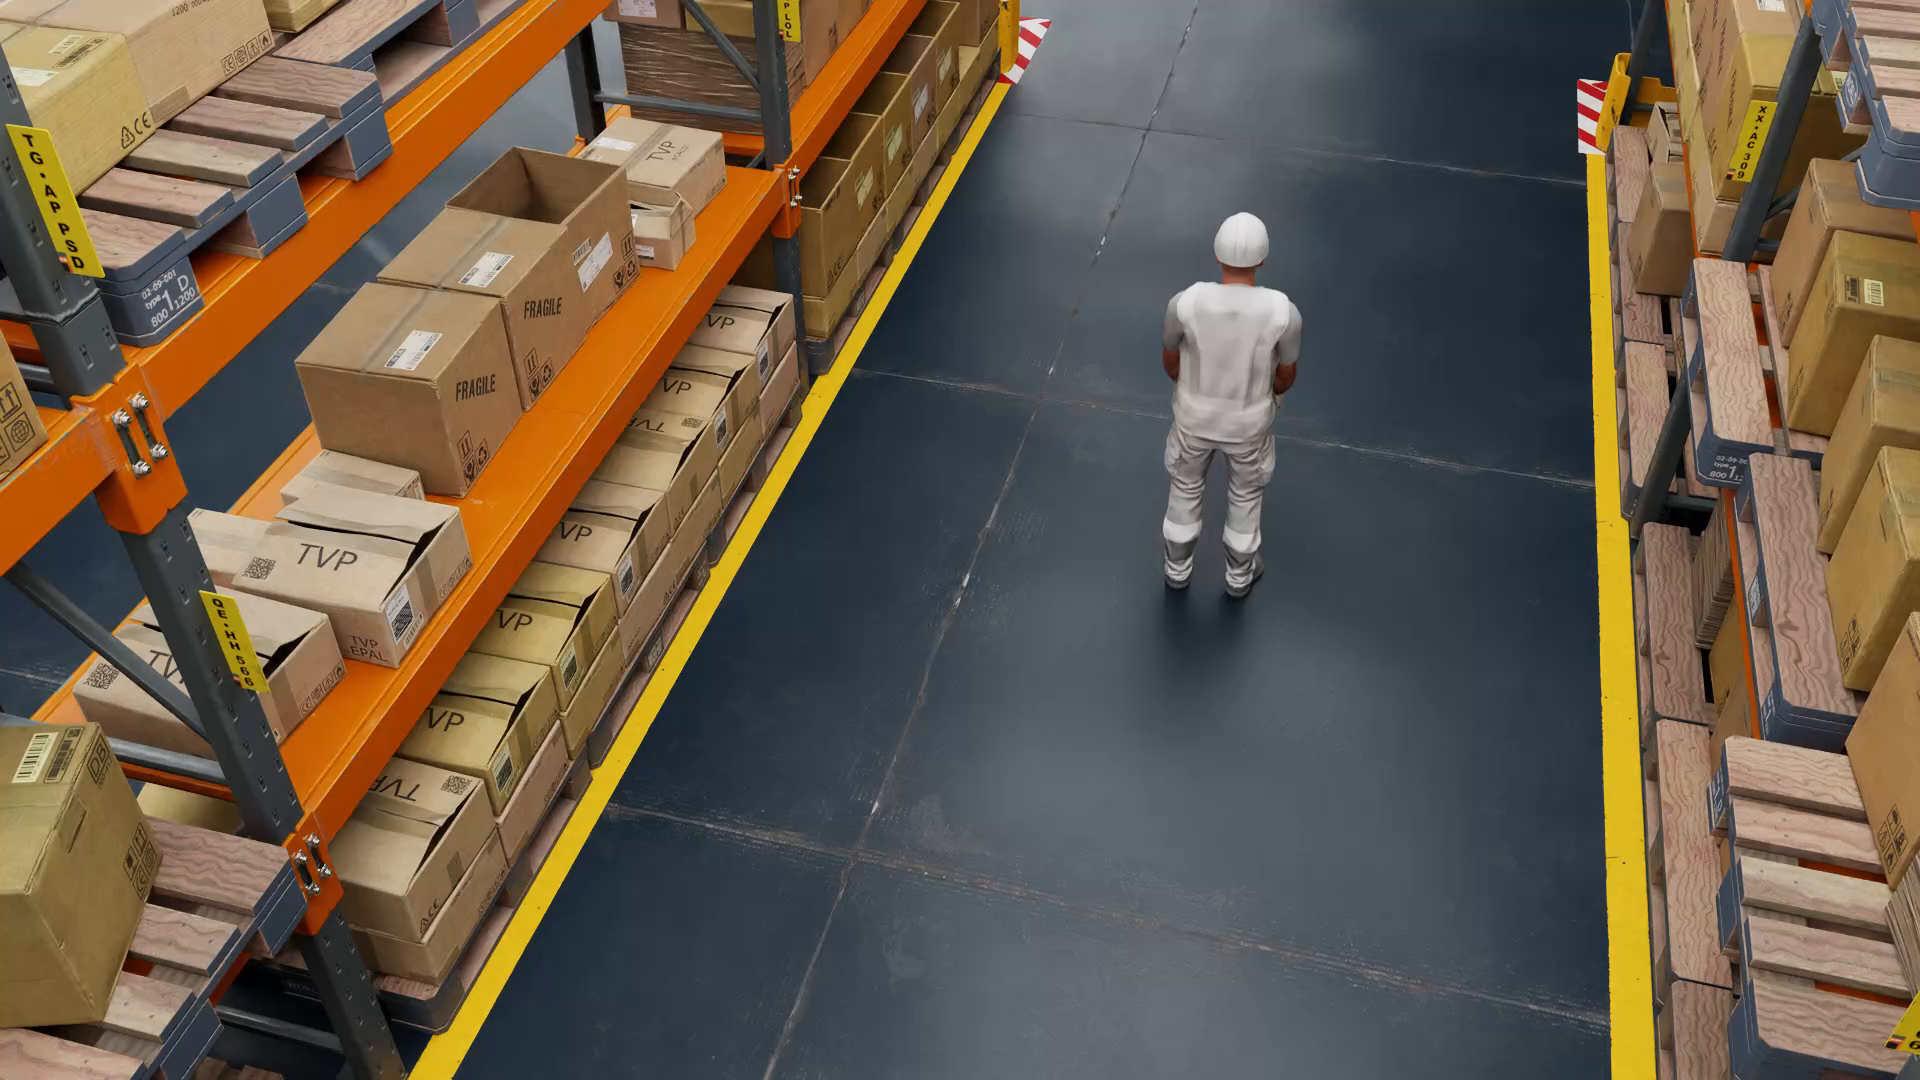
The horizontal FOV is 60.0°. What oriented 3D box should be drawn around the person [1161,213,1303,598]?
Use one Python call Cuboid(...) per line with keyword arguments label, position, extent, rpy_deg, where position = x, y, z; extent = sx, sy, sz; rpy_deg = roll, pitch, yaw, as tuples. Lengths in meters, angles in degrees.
Cuboid(label="person", position=(1.066, -0.526, 6.750), extent=(0.537, 1.791, 0.449), rpy_deg=(9, 41, 11))
